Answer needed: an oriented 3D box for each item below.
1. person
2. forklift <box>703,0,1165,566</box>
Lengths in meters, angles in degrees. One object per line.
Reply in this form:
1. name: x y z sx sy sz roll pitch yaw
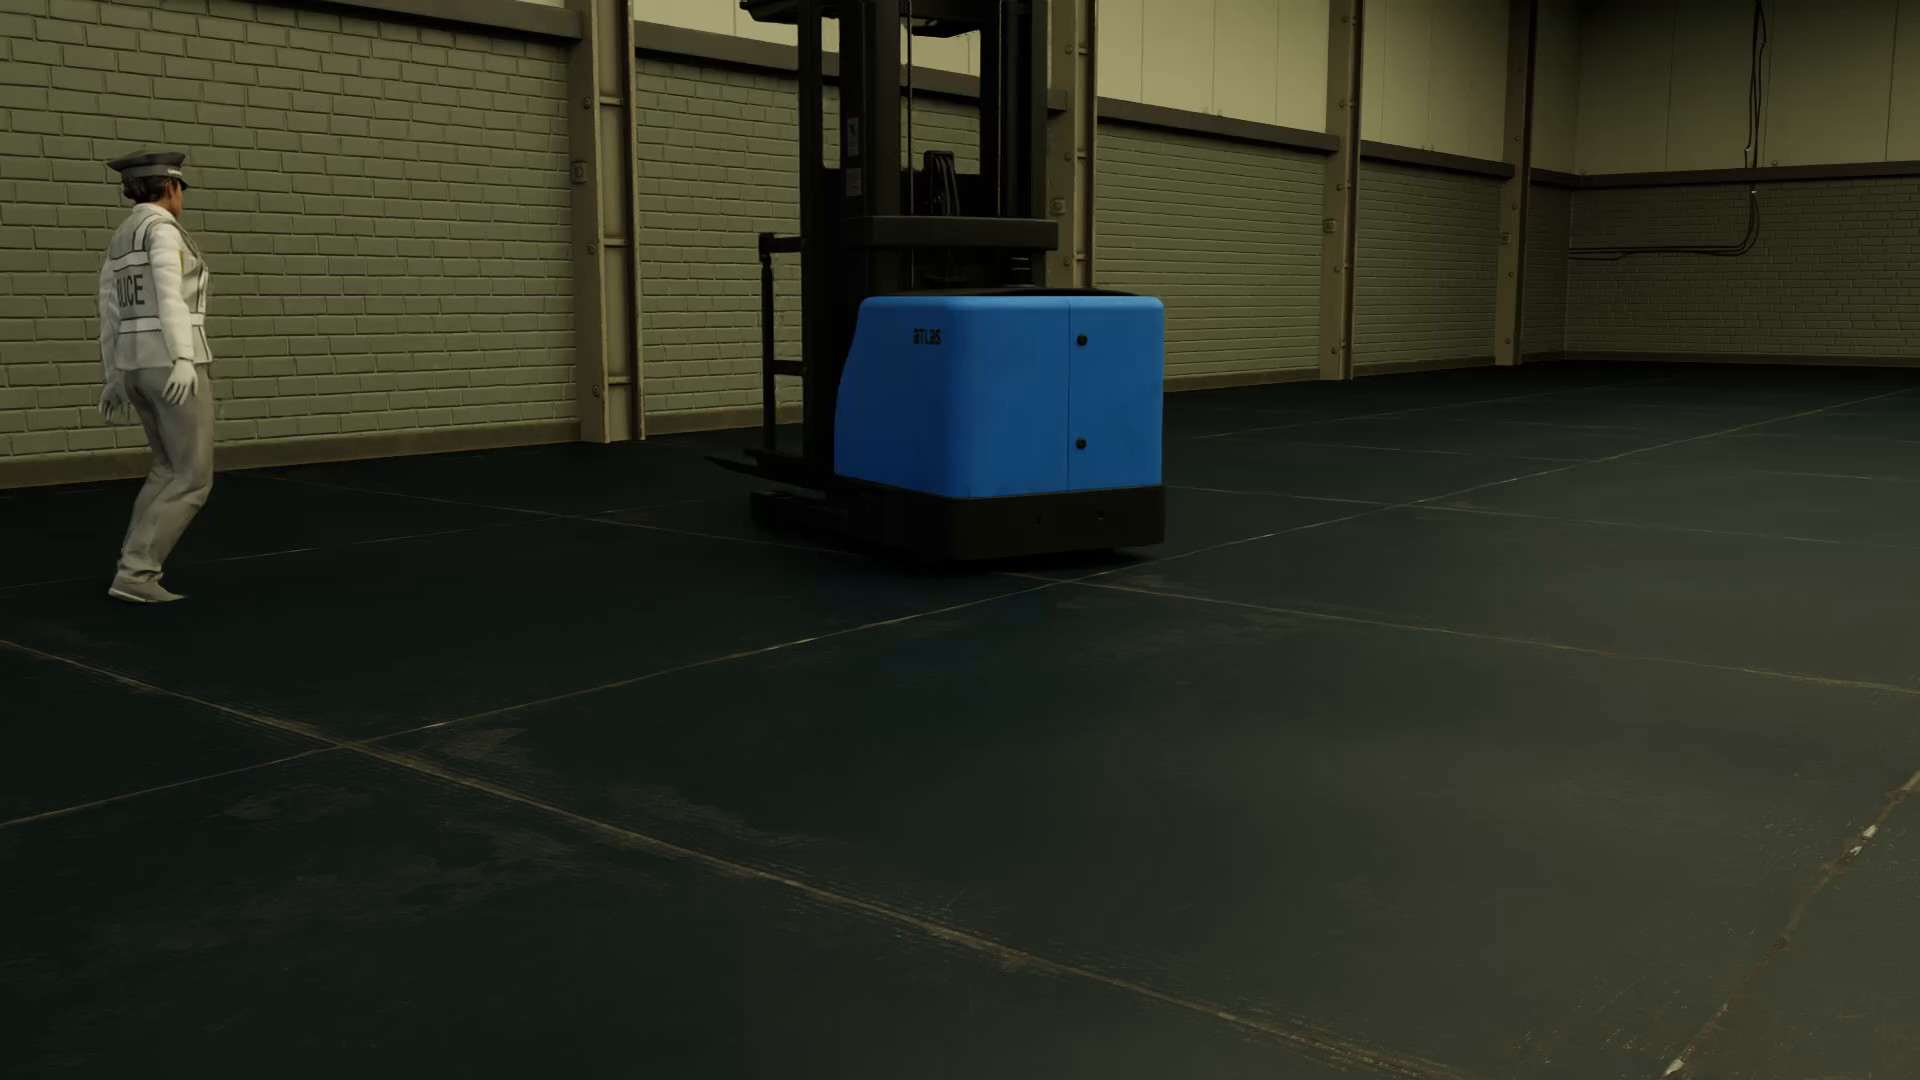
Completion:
1. person: -2.918 -0.572 5.978 0.452 1.648 0.813 -8 12 -44
2. forklift: -0.334 -1.522 7.681 1.130 2.935 3.031 -5 10 -30
